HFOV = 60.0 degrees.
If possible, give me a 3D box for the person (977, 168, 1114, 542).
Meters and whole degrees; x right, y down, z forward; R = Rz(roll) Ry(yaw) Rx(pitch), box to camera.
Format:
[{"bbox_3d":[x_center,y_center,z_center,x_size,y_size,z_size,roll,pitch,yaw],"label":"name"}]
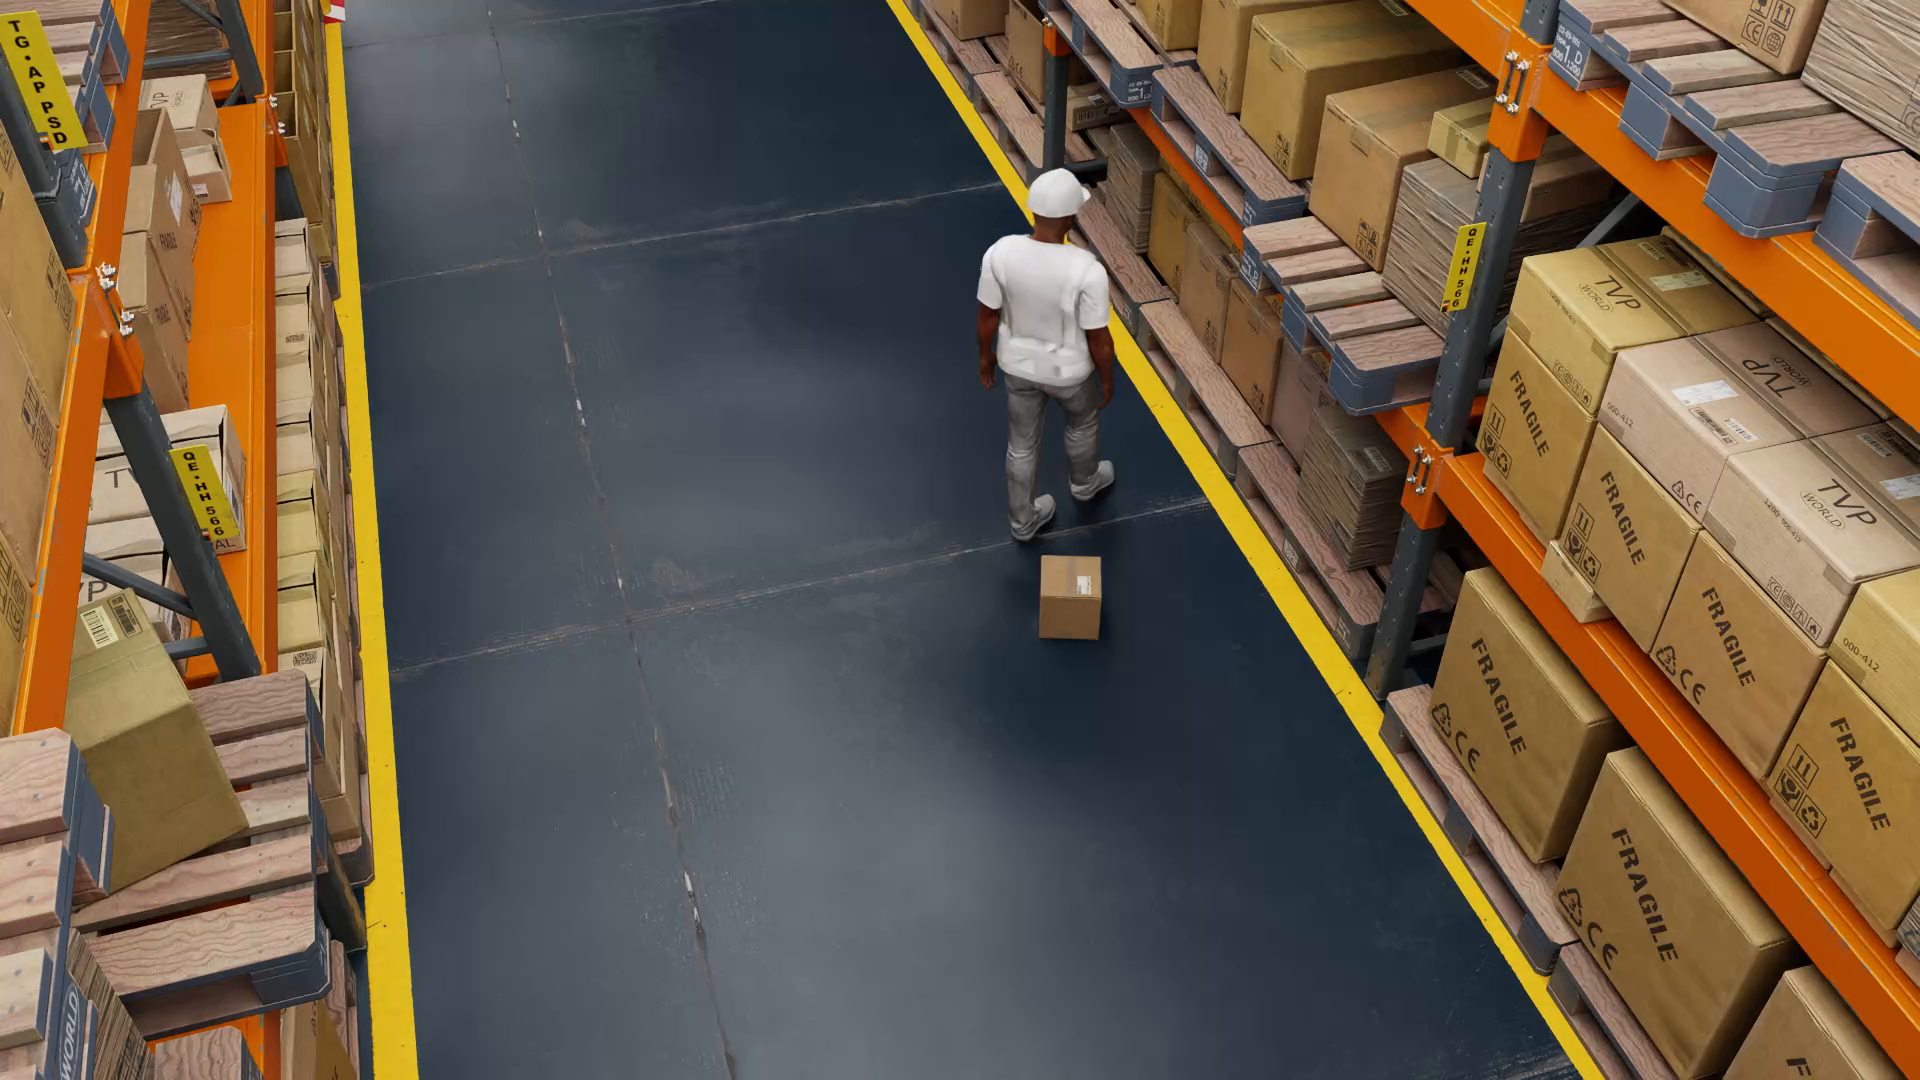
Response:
[{"bbox_3d":[0.416,-0.829,7.047,0.594,1.759,0.669,15,44,16],"label":"person"}]
